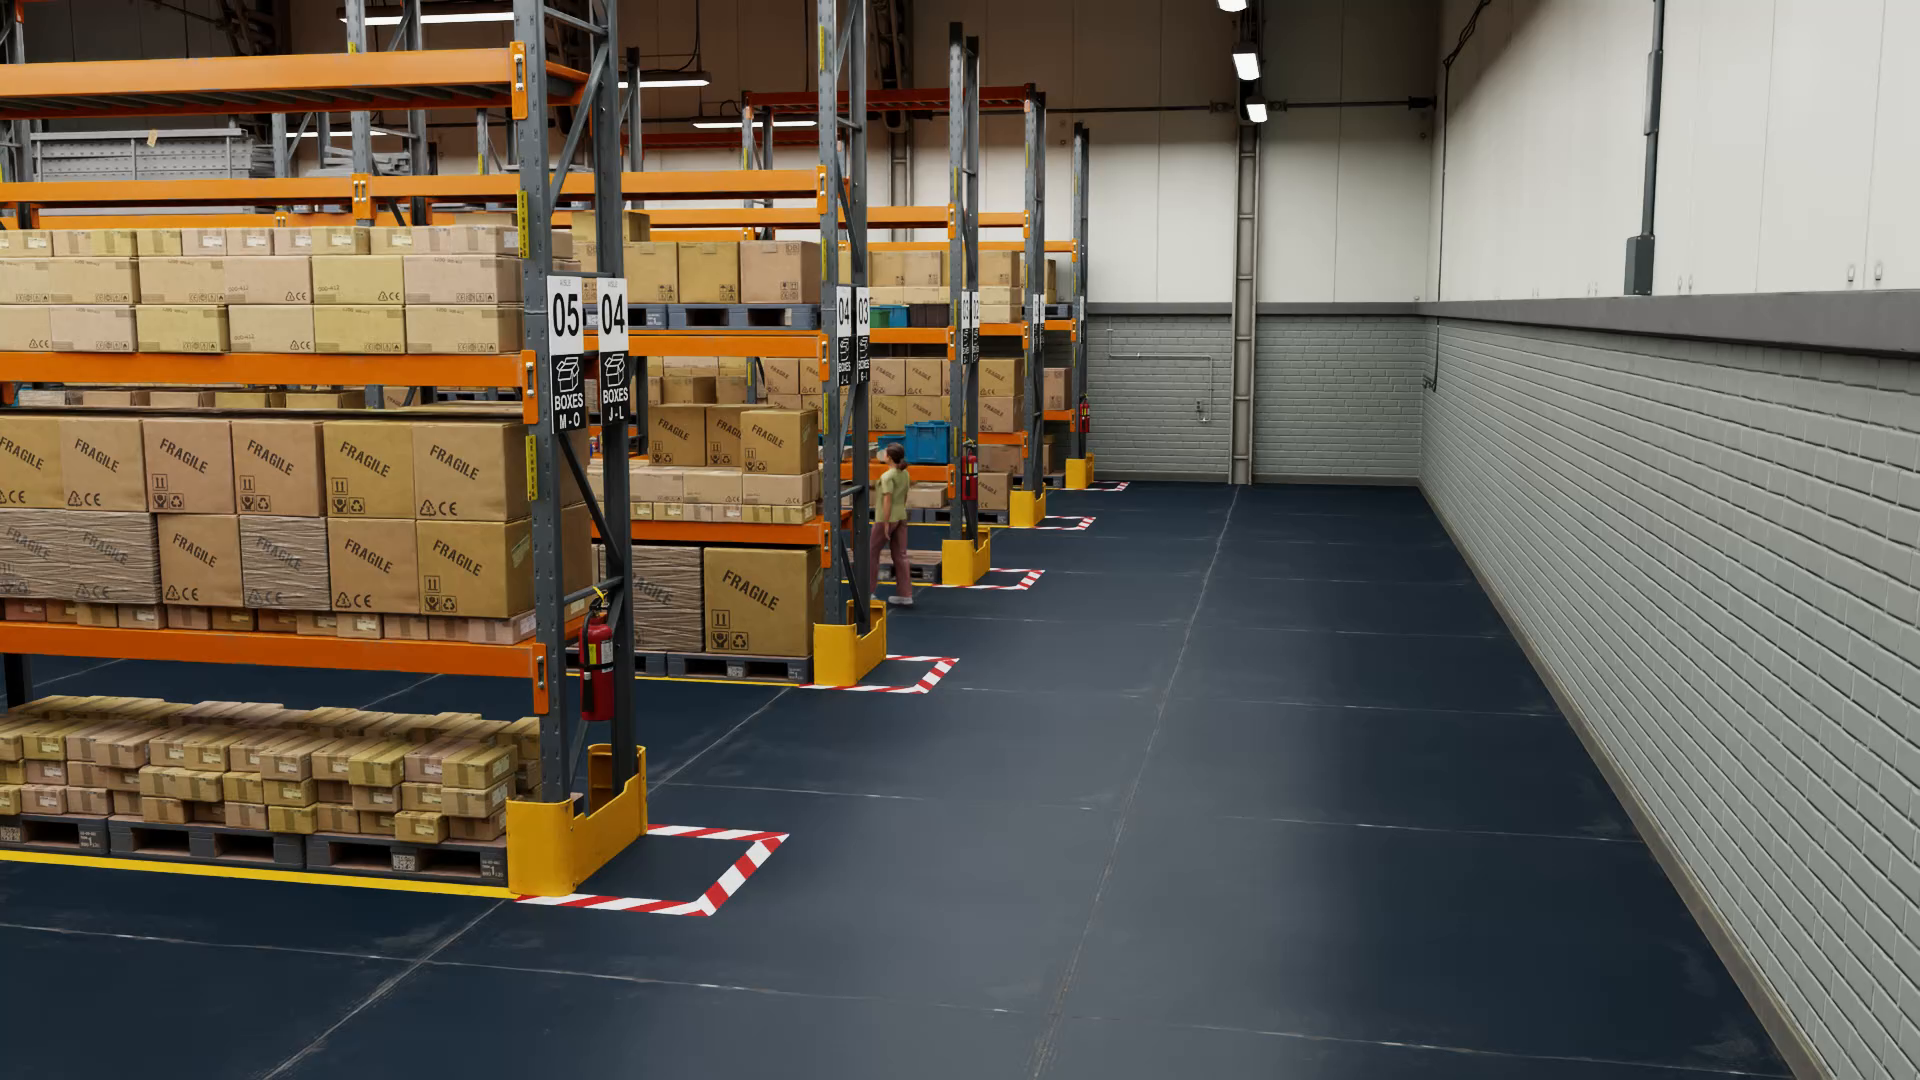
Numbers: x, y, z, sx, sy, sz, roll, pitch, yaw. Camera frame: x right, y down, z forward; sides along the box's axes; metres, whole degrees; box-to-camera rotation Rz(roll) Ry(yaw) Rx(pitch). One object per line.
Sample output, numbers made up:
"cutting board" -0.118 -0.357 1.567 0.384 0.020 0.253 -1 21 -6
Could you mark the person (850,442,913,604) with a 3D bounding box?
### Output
"person" -0.768 -0.162 16.982 0.694 1.693 0.461 7 10 39
